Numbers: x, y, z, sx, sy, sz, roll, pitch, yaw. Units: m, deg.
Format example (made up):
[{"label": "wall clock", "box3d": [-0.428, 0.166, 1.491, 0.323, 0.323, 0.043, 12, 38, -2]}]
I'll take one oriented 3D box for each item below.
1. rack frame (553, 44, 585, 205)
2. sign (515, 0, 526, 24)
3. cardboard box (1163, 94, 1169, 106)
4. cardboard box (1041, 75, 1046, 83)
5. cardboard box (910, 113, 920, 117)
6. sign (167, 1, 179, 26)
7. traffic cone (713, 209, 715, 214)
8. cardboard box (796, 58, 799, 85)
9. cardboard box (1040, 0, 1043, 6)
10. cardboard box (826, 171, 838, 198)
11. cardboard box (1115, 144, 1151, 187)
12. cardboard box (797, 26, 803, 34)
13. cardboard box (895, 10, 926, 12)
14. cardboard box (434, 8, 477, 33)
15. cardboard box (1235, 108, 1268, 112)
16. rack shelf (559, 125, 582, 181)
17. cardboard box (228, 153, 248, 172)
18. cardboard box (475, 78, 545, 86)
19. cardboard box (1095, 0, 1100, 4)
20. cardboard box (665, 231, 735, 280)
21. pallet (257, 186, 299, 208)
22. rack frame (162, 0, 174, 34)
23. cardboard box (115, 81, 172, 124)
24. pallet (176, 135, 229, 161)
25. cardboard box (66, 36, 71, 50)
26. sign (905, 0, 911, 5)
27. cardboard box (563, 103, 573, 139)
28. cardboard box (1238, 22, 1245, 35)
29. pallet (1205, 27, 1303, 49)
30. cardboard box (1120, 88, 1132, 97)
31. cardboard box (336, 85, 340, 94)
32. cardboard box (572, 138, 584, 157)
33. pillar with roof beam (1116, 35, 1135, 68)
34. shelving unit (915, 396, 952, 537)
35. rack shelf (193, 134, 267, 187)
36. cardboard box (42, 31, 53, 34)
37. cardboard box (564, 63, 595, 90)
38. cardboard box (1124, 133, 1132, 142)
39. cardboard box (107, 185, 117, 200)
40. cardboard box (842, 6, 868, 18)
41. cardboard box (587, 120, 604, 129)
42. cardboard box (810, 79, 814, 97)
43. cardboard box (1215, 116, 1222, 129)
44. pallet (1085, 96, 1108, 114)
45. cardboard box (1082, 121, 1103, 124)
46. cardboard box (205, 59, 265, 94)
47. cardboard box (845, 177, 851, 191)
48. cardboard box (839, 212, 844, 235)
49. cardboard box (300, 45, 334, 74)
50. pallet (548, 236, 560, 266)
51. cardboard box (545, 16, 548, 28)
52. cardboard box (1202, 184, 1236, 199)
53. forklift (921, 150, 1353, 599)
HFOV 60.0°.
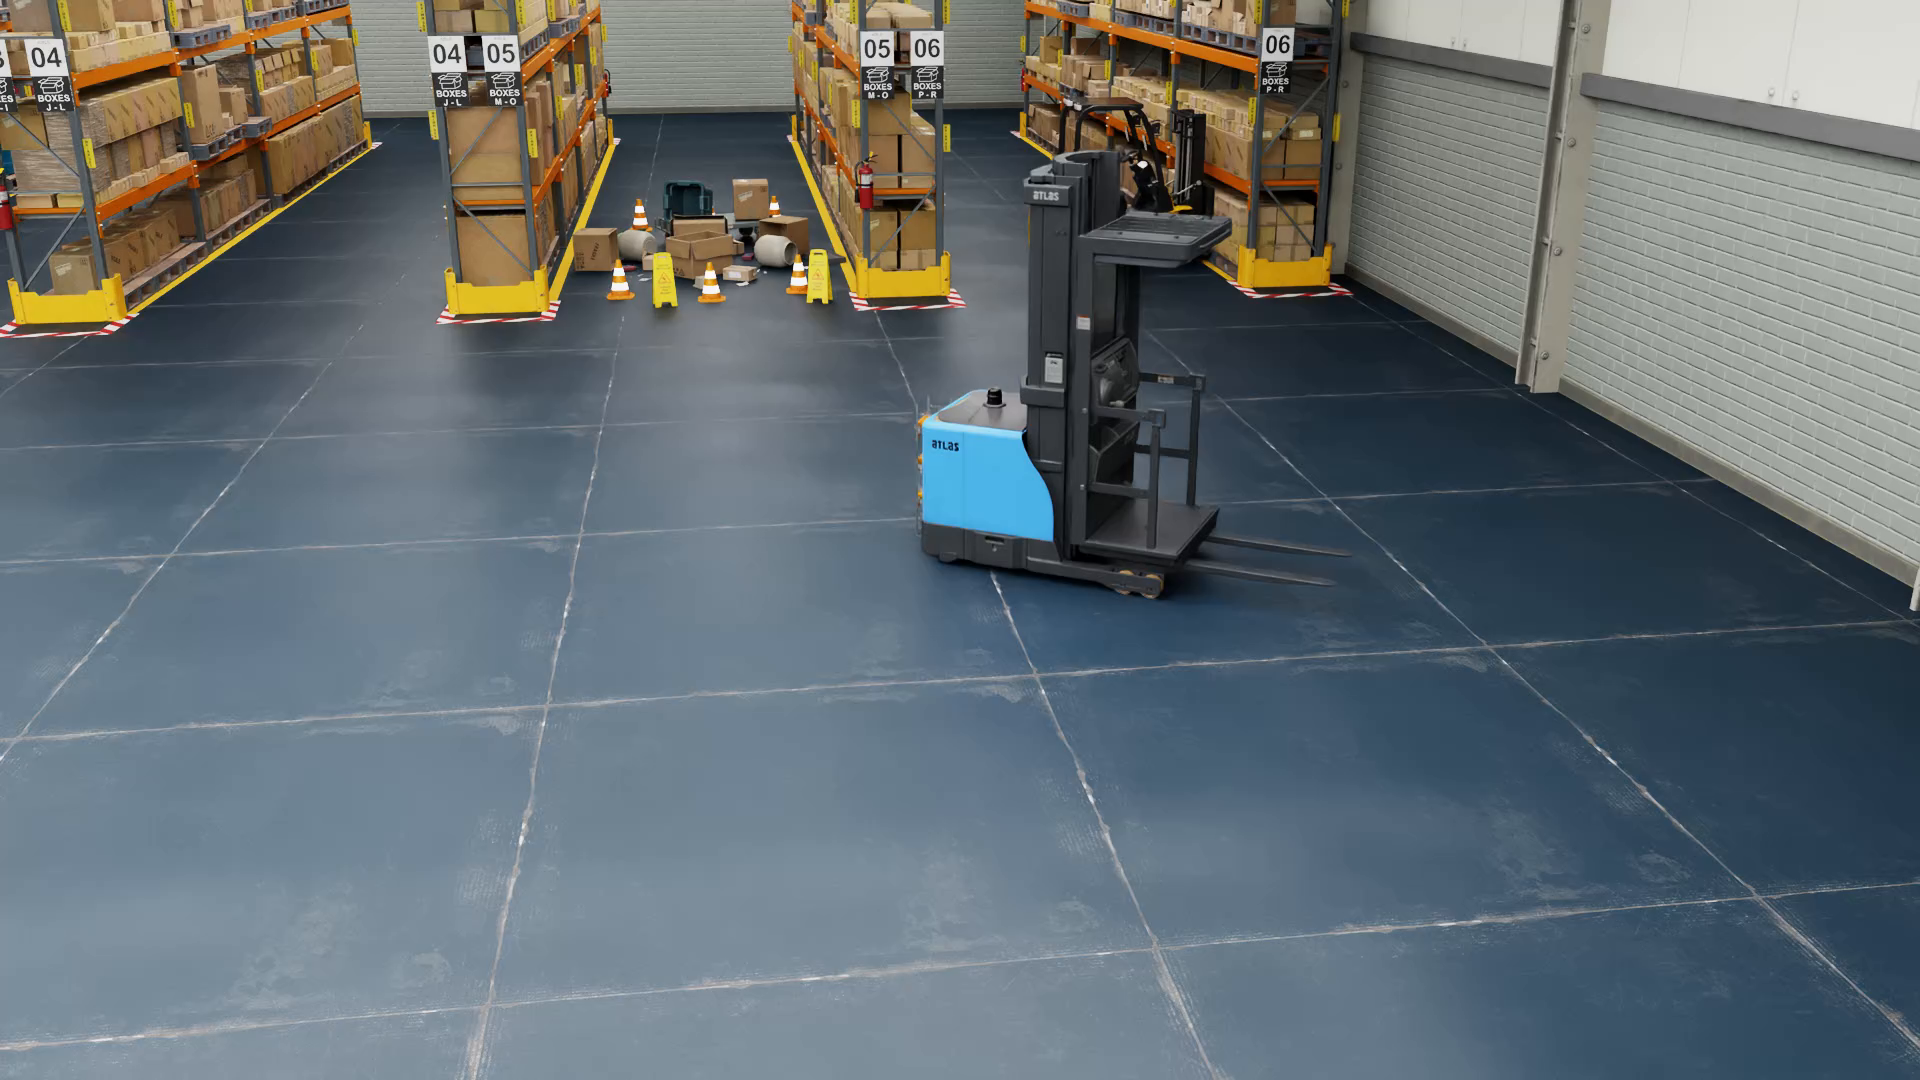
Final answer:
[{"label": "rack frame", "box3d": [-6.745, -6.979, 27.116, 1.000, 3.000, 0.127, -3, 21, -8]}, {"label": "sign", "box3d": [-5.042, -6.087, 19.077, 0.100, 0.325, 0.005, -3, 21, -8]}, {"label": "cardboard box", "box3d": [3.302, -6.677, 25.236, 0.380, 0.149, 0.250, -3, 21, -9]}, {"label": "cardboard box", "box3d": [1.867, -9.501, 34.227, 0.380, 0.149, 0.250, -2, 21, -7]}, {"label": "cardboard box", "box3d": [-0.815, -5.567, 22.765, 0.500, 0.500, 0.500, -2, 21, -6]}, {"label": "sign", "box3d": [-10.556, -7.057, 22.296, 0.100, 0.325, 0.005, -3, 21, -8]}, {"label": "traffic cone", "box3d": [-3.881, -5.099, 25.708, 0.336, 0.463, 0.334, -3, 21, -8]}, {"label": "cardboard box", "box3d": [-3.074, -9.549, 33.853, 0.500, 0.500, 0.500, -3, 21, -8]}, {"label": "cardboard box", "box3d": [1.837, -10.915, 33.725, 0.380, 0.149, 0.250, -3, 21, -8]}, {"label": "cardboard box", "box3d": [-1.676, -5.778, 27.056, 0.950, 0.372, 0.625, -3, 21, -9]}, {"label": "cardboard box", "box3d": [3.126, -6.383, 28.313, 0.875, 0.625, 0.625, -2, 21, -6]}, {"label": "cardboard box", "box3d": [-3.056, -10.177, 33.178, 0.380, 0.149, 0.250, -3, 21, -9]}, {"label": "cardboard box", "box3d": [-0.635, -6.731, 21.383, 0.380, 0.149, 0.250, -2, 21, -6]}, {"label": "cardboard box", "box3d": [-5.939, -6.083, 19.474, 0.500, 0.250, 0.500, -3, 21, -7]}, {"label": "cardboard box", "box3d": [3.850, -5.612, 21.960, 0.380, 0.149, 0.250, -3, 21, -7]}, {"label": "rack shelf", "box3d": [-6.457, -5.950, 25.387, 1.077, 0.370, 4.000, -3, 21, -8]}, {"label": "cardboard box", "box3d": [-11.542, -5.920, 26.152, 0.500, 0.250, 0.500, -2, 21, -6]}, {"label": "cardboard box", "box3d": [-6.150, -6.041, 22.846, 0.875, 0.550, 0.550, -3, 21, -8]}, {"label": "cardboard box", "box3d": [2.601, -9.595, 29.476, 0.380, 0.149, 0.250, -2, 21, -6]}, {"label": "cardboard box", "box3d": [-3.467, -3.805, 22.185, 0.637, 0.503, 0.797, 17, 27, 39]}, {"label": "pallet", "box3d": [-11.707, -5.735, 27.768, 1.003, 0.211, 1.213, -3, 21, -8]}, {"label": "rack frame", "box3d": [-11.092, -8.190, 21.782, 1.000, 3.000, 0.127, -3, 21, -8]}, {"label": "cardboard box", "box3d": [-10.681, -5.719, 21.744, 0.500, 0.500, 0.500, -3, 21, -8]}, {"label": "pallet", "box3d": [-11.058, -5.561, 23.593, 1.003, 0.211, 1.213, -3, 21, -8]}, {"label": "cardboard box", "box3d": [-10.326, -5.623, 18.842, 0.380, 0.149, 0.250, -3, 21, -8]}, {"label": "sign", "box3d": [-0.749, -7.556, 23.635, 0.100, 0.325, 0.005, -3, 21, -8]}, {"label": "cardboard box", "box3d": [-6.194, -6.361, 25.316, 0.500, 0.500, 0.500, -3, 21, -7]}, {"label": "cardboard box", "box3d": [3.783, -6.548, 21.291, 0.380, 0.149, 0.250, -4, 21, -9]}, {"label": "pallet", "box3d": [3.947, -6.779, 22.418, 1.003, 0.211, 1.213, -3, 21, -8]}, {"label": "cardboard box", "box3d": [2.943, -7.340, 27.582, 0.500, 0.250, 0.500, -2, 21, -6]}, {"label": "cardboard box", "box3d": [-12.185, -8.690, 32.055, 0.380, 0.149, 0.250, -4, 21, -9]}, {"label": "cardboard box", "box3d": [-6.605, -6.607, 28.020, 0.500, 0.250, 0.500, -4, 21, -10]}, {"label": "pillar with roof beam", "box3d": [-0.995, -11.780, 31.396, 9.100, 9.000, 0.400, -3, 21, -8]}, {"label": "shelving unit", "box3d": [-0.197, -0.550, 12.687, 0.215, 1.050, 0.252, 8, 22, 20]}, {"label": "rack shelf", "box3d": [-11.380, -5.735, 24.811, 1.077, 0.370, 4.000, -3, 21, -8]}, {"label": "cardboard box", "box3d": [-10.905, -5.959, 19.742, 0.380, 0.149, 0.250, -3, 21, -7]}, {"label": "cardboard box", "box3d": [-7.144, -8.735, 31.247, 0.500, 0.500, 0.500, -3, 21, -9]}, {"label": "cardboard box", "box3d": [3.156, -7.217, 29.797, 0.380, 0.149, 0.250, -3, 21, -7]}, {"label": "cardboard box", "box3d": [-10.358, -4.162, 19.932, 0.380, 0.149, 0.250, -3, 21, -8]}, {"label": "cardboard box", "box3d": [-1.370, -7.058, 22.260, 0.380, 0.149, 0.250, -4, 21, -10]}, {"label": "cardboard box", "box3d": [-7.361, -8.362, 33.443, 0.380, 0.149, 0.250, -2, 21, -6]}, {"label": "cardboard box", "box3d": [-2.354, -7.936, 29.178, 0.500, 0.250, 0.500, -3, 21, -9]}, {"label": "cardboard box", "box3d": [3.666, -5.645, 22.474, 0.380, 0.149, 0.250, -3, 21, -7]}, {"label": "pallet", "box3d": [2.882, -7.657, 29.204, 1.213, 0.211, 1.003, -3, 21, -8]}, {"label": "cardboard box", "box3d": [2.479, -7.818, 31.406, 0.380, 0.149, 0.250, -3, 21, -9]}, {"label": "cardboard box", "box3d": [-11.758, -7.535, 27.026, 0.797, 0.503, 0.637, -2, 21, -6]}, {"label": "cardboard box", "box3d": [-1.391, -4.908, 22.900, 0.380, 0.149, 0.250, -2, 21, -5]}, {"label": "cardboard box", "box3d": [-1.467, -4.570, 23.994, 0.500, 0.250, 0.500, -4, 21, -10]}, {"label": "cardboard box", "box3d": [-12.204, -9.099, 31.508, 0.500, 0.500, 0.500, -4, 21, -9]}, {"label": "pallet", "box3d": [-6.137, -4.021, 23.180, 1.003, 0.211, 1.213, -3, 21, -8]}, {"label": "cardboard box", "box3d": [-5.800, -7.015, 22.541, 0.380, 0.149, 0.250, -3, 21, -8]}, {"label": "cardboard box", "box3d": [3.600, -4.793, 23.162, 0.500, 0.250, 0.500, -3, 21, -9]}, {"label": "forklift", "box3d": [1.278, -1.175, 11.673, 3.031, 2.935, 1.130, 9, 22, 22]}]
